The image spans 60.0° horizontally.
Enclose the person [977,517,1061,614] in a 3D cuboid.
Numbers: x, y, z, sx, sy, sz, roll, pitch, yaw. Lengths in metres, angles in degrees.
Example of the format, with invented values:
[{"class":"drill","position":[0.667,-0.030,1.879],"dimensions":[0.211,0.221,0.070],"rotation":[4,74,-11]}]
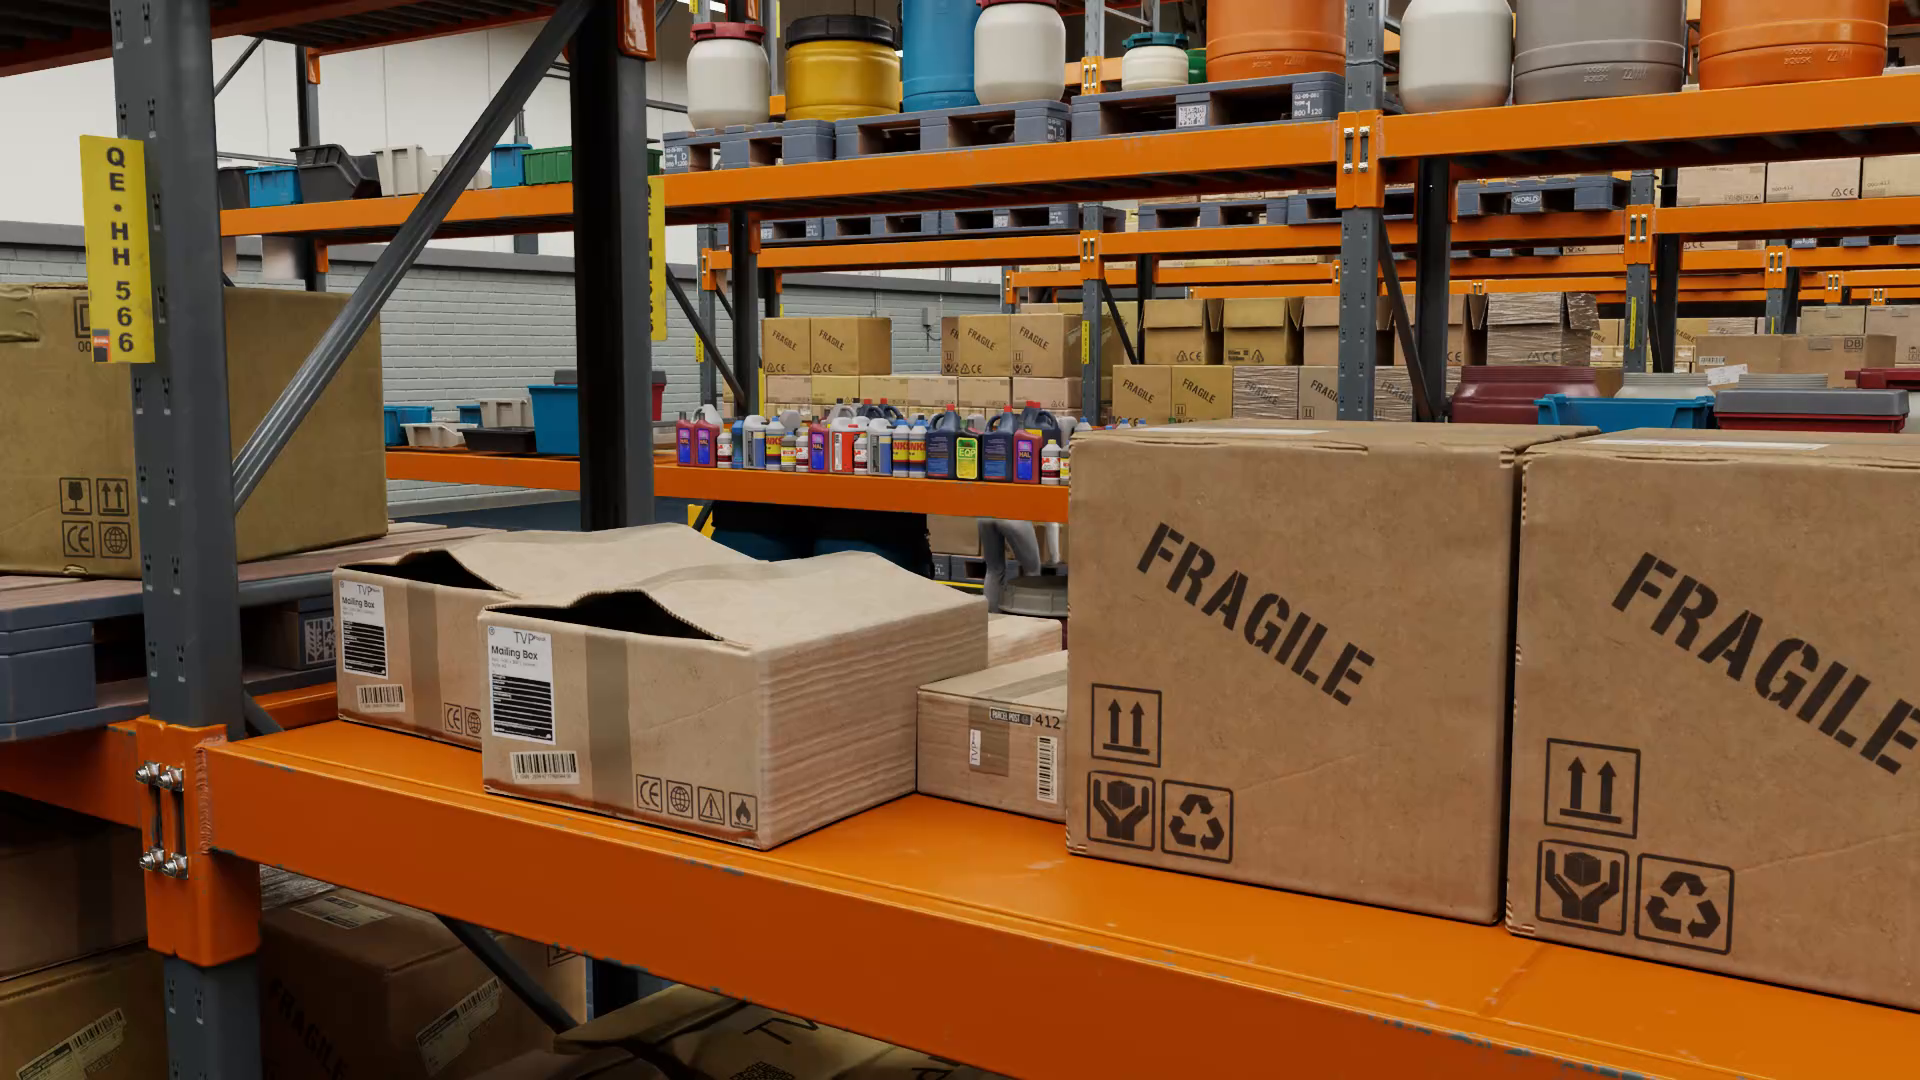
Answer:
[{"class":"person","position":[0.427,-0.019,11.214],"dimensions":[0.421,1.326,0.866],"rotation":[4,8,32]}]
